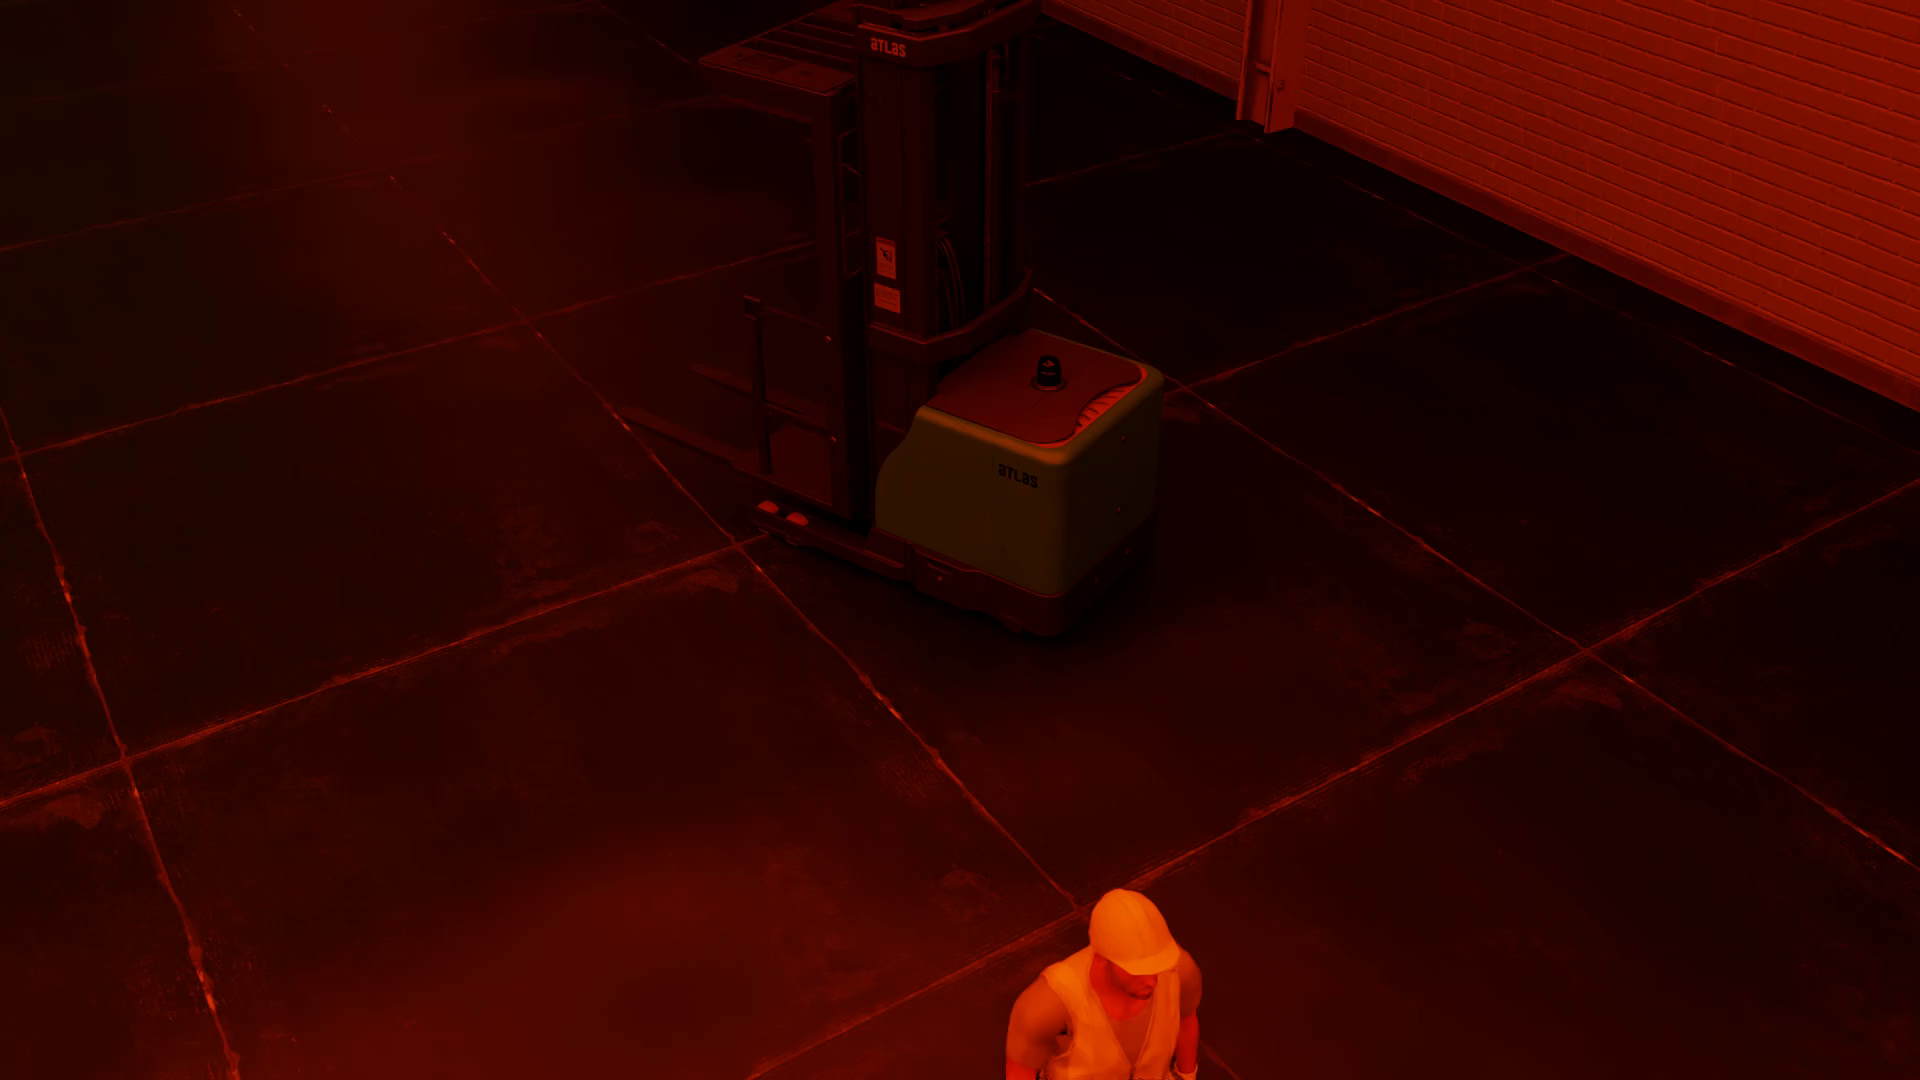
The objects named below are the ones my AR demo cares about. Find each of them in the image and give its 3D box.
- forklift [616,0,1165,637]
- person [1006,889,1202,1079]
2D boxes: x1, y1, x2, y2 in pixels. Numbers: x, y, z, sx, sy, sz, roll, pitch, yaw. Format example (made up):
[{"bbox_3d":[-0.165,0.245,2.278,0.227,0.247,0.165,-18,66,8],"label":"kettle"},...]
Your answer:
[{"bbox_3d":[-0.500,-1.399,8.138,3.031,2.935,1.130,22,41,28],"label":"forklift"},{"bbox_3d":[0.457,1.723,4.742,0.629,1.819,0.513,-13,37,-17],"label":"person"}]
